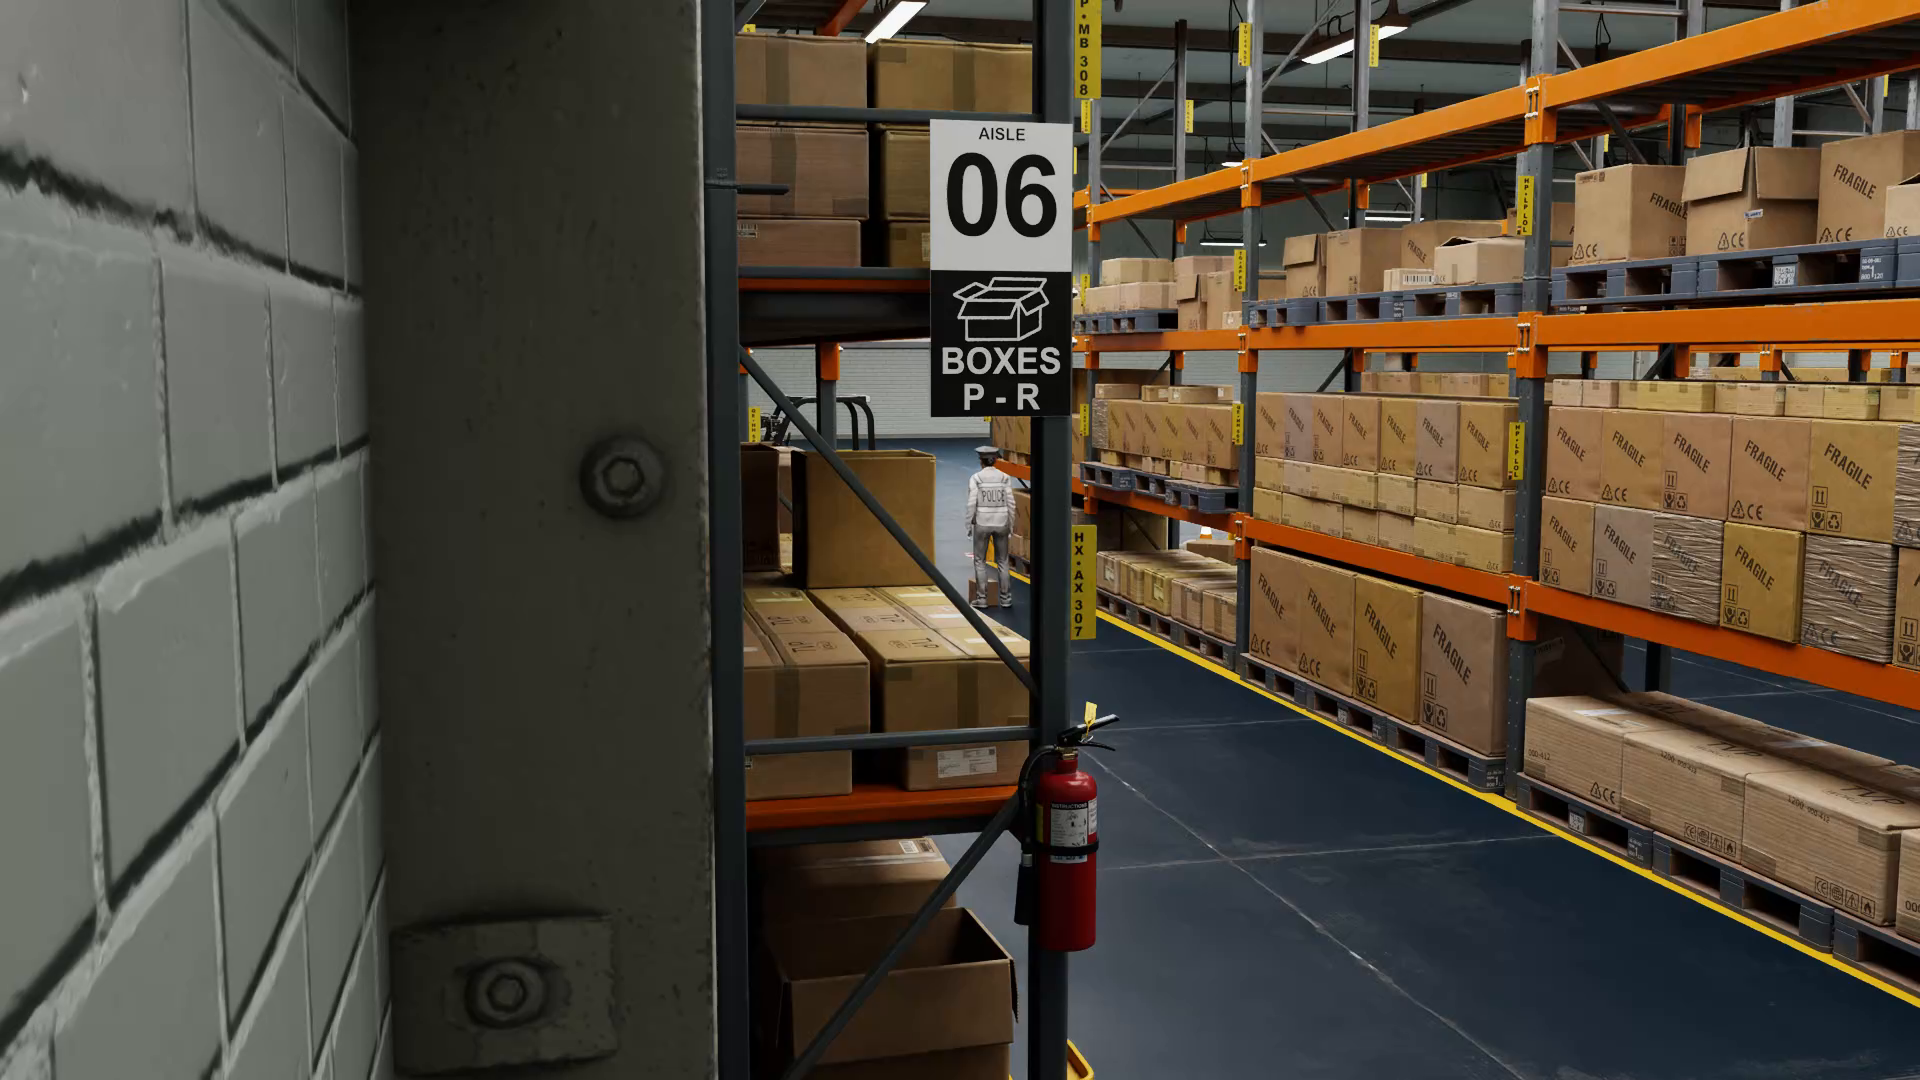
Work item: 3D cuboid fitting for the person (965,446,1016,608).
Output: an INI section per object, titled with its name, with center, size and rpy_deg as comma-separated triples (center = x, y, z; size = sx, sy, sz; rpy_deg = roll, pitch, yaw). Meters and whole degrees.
[person]
center = 0.314, -0.129, 17.149
size = 0.530, 1.664, 0.370
rpy_deg = -1, 6, -13
